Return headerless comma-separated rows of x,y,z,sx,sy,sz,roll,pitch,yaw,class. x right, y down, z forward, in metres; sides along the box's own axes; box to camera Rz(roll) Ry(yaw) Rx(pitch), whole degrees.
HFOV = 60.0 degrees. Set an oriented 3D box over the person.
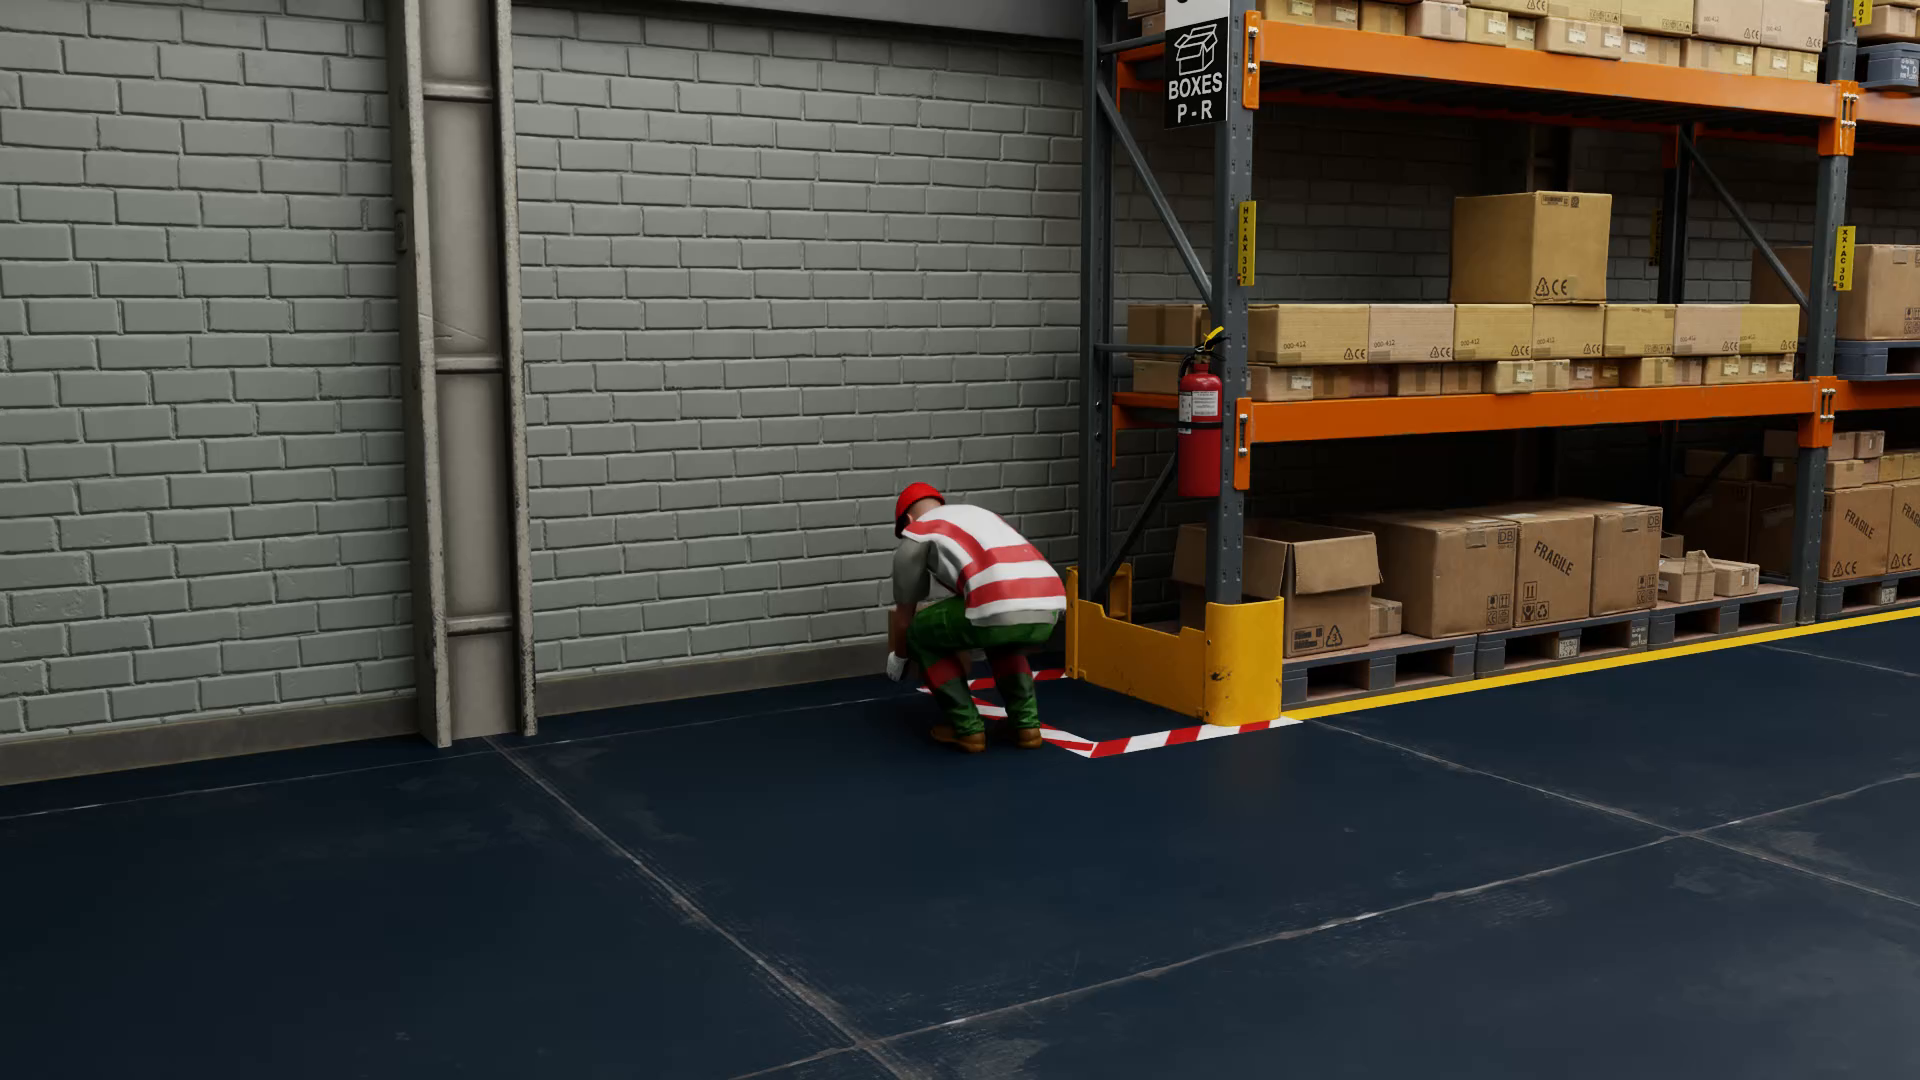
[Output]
0.038,0.297,6.522,0.535,0.987,0.910,-5,9,-30,person
